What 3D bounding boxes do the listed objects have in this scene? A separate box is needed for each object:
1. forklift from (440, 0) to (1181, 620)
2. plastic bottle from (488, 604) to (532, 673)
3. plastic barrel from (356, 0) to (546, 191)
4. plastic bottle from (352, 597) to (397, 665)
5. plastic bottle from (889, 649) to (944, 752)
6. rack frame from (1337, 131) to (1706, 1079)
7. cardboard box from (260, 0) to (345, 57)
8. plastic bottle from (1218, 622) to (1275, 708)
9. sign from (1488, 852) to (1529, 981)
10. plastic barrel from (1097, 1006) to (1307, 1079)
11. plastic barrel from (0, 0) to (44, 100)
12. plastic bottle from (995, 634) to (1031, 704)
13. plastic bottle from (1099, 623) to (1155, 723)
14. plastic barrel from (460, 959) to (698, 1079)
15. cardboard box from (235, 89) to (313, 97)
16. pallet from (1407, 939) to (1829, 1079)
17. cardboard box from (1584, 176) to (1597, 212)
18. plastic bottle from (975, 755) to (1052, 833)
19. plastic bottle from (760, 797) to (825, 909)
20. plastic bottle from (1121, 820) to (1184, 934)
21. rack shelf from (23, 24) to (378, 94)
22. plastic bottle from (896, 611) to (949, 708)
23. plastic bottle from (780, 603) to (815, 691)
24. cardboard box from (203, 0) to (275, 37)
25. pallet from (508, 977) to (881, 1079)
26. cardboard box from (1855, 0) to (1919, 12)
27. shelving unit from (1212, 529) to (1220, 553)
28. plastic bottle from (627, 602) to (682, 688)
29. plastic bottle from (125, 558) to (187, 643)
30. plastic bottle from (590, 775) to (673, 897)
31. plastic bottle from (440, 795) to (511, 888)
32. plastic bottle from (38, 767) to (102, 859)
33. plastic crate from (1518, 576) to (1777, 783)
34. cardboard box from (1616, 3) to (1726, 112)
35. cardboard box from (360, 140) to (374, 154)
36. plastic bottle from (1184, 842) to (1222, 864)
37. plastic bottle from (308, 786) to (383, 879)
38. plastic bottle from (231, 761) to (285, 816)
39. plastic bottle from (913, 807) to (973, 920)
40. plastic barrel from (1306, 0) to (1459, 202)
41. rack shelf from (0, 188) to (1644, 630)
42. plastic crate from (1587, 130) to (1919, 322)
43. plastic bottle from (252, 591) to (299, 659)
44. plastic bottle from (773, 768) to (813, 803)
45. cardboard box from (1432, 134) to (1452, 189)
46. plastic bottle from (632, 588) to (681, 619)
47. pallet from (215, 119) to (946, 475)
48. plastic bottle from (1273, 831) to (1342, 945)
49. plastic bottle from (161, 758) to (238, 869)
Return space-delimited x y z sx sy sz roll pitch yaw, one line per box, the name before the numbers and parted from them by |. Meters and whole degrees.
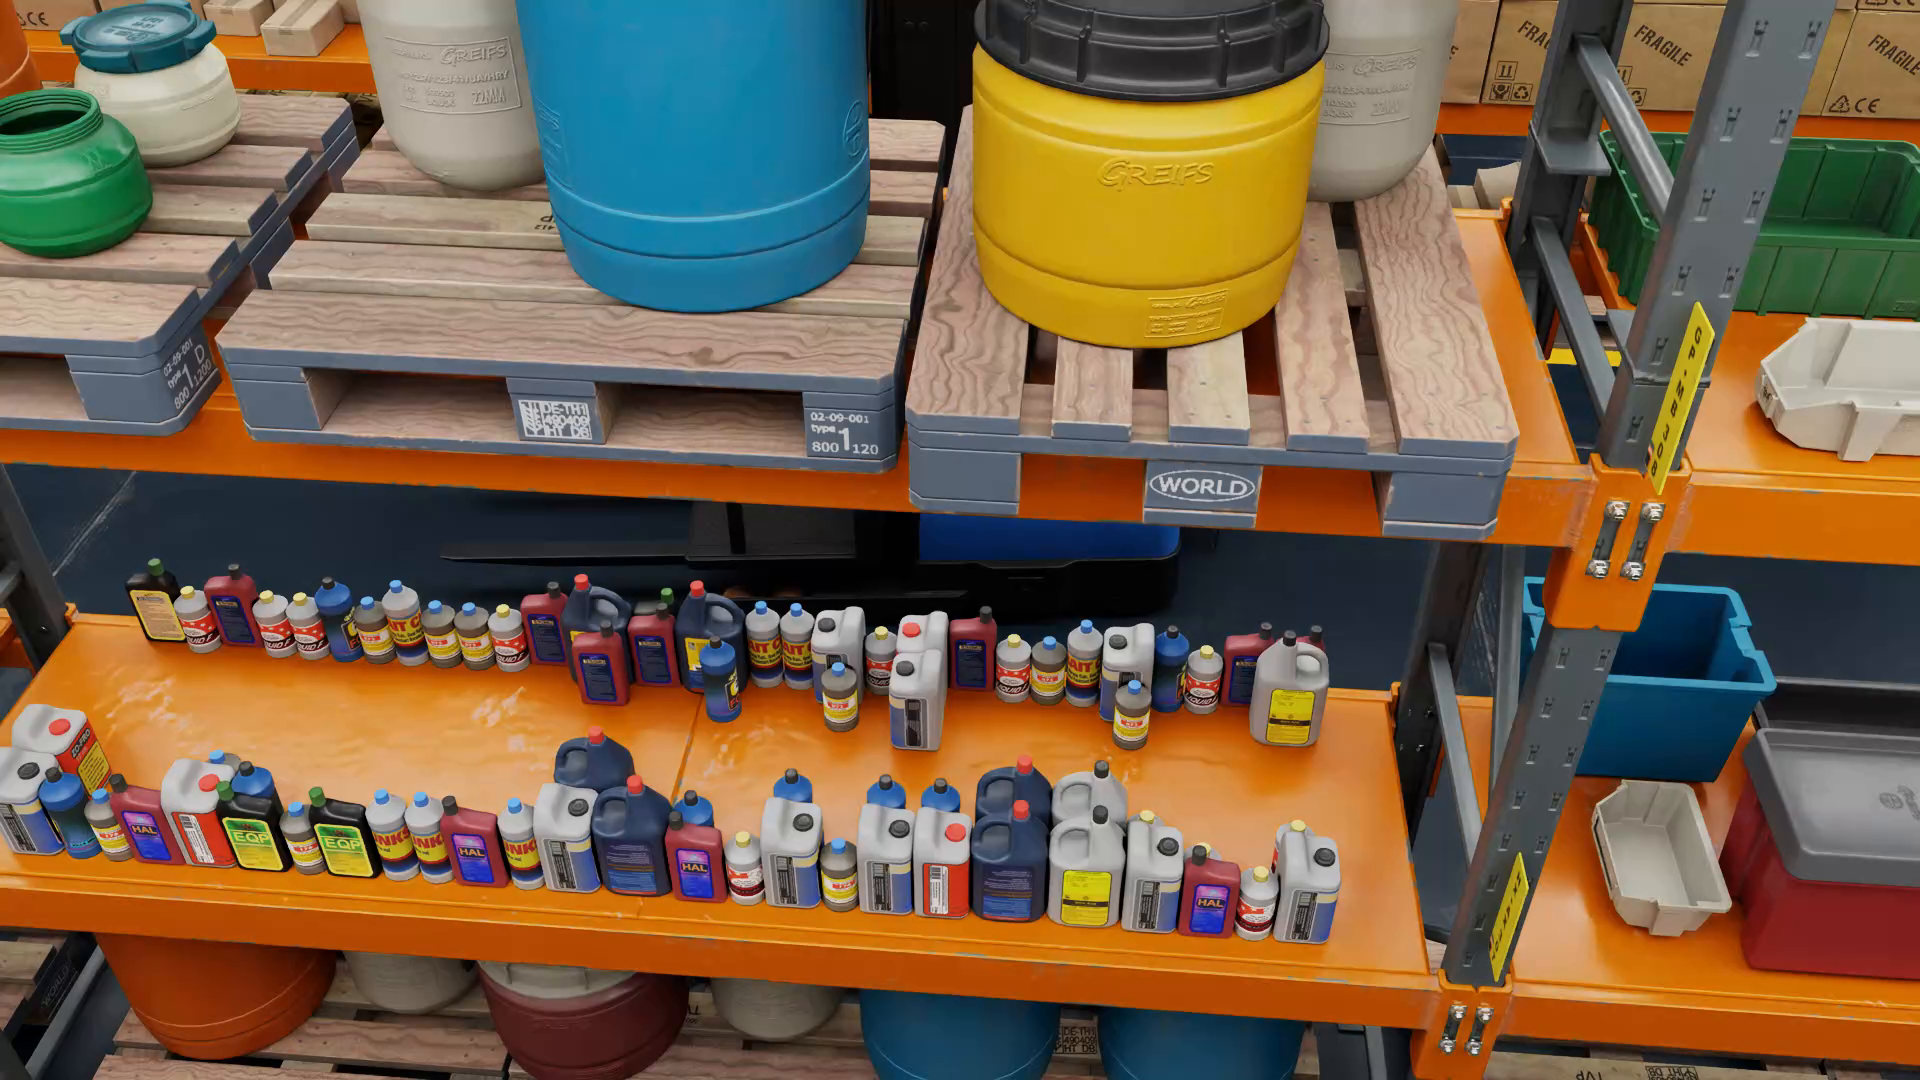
forklift | -0.627 -1.127 6.313 3.031 2.935 1.130 -1 39 -1
plastic bottle | -1.276 0.269 4.701 0.097 0.201 0.097 0 39 0
plastic barrel | -0.958 -1.006 3.294 0.433 0.535 0.433 0 39 0
plastic bottle | -1.663 0.248 4.727 0.097 0.201 0.097 0 39 0
plastic bottle | -0.116 0.417 4.460 0.135 0.276 0.152 3 39 4
rack frame | 1.248 0.589 4.151 0.127 3.000 1.000 3 39 4
cardboard box | -3.226 -2.522 8.171 0.250 0.149 0.380 3 39 4
plastic bottle | 0.786 0.338 4.551 0.133 0.283 0.061 3 39 4
sign | 1.198 0.827 3.638 0.005 0.325 0.100 3 39 4
plastic barrel | 0.707 1.199 4.730 0.708 0.901 0.600 3 39 4
plastic barrel | -2.172 -1.089 3.163 0.708 0.830 0.600 3 39 4
plastic bottle | 0.148 0.347 4.605 0.097 0.201 0.097 0 39 0
plastic bottle | 0.455 0.352 4.540 0.135 0.276 0.152 3 39 4
plastic barrel | -1.124 1.221 4.952 0.708 0.588 0.600 3 39 4
cardboard box | -3.835 -2.324 9.130 0.500 0.311 0.500 2 39 3
pallet | 1.983 1.686 5.012 1.213 0.211 1.003 3 39 4
cardboard box | 3.551 -1.630 8.505 0.637 0.503 0.797 3 39 4
plastic bottle | 0.132 0.663 4.099 0.185 0.351 0.144 3 39 4
plastic bottle | -0.404 0.751 4.049 0.135 0.276 0.152 3 39 4
plastic bottle | 0.463 0.799 3.991 0.135 0.276 0.152 3 39 4
rack shelf | -4.299 -2.574 8.606 4.000 0.370 1.077 3 39 4
plastic bottle | -0.103 0.322 4.577 0.135 0.276 0.152 3 39 4
plastic bottle | -0.447 0.287 4.623 0.097 0.271 0.097 0 39 0
cardboard box | -3.582 -2.681 8.366 0.250 0.149 0.380 6 40 7
pallet | -0.736 1.537 5.194 1.213 0.211 1.003 3 39 4
cardboard box | 4.176 -2.639 7.244 0.500 0.500 0.500 4 39 5
shelving unit | 1.027 -0.373 6.986 0.210 0.900 0.258 2 39 -3
plastic bottle | -0.847 0.288 4.613 0.133 0.283 0.061 3 39 4
plastic bottle | -2.298 0.170 4.758 0.133 0.283 0.061 3 39 4
plastic bottle | -0.794 0.704 4.049 0.185 0.351 0.144 3 39 4
plastic bottle | -1.187 0.735 4.064 0.133 0.283 0.061 3 39 4
plastic bottle | -2.221 0.671 4.151 0.097 0.271 0.097 0 39 0
plastic crate | 1.742 0.383 4.369 0.575 0.384 0.392 3 39 4
cardboard box | 3.172 -2.311 7.634 0.500 0.500 0.500 3 39 4
cardboard box | -2.850 -1.932 8.648 0.500 0.311 0.500 4 39 5
plastic bottle | 0.581 0.813 4.032 0.097 0.201 0.097 0 39 0
plastic bottle | -1.514 0.717 4.086 0.133 0.283 0.061 3 39 4
plastic bottle | -1.755 0.658 4.167 0.097 0.271 0.097 0 39 0
plastic bottle | -0.039 0.771 4.025 0.135 0.276 0.152 3 39 4
plastic barrel | 0.745 -0.977 3.257 0.433 0.535 0.433 0 39 0
rack shelf | -0.745 -0.405 3.565 4.000 0.370 1.077 3 39 4
plastic crate | 1.696 -0.659 3.476 0.662 0.188 0.450 3 39 4
plastic bottle | -1.954 0.232 4.746 0.097 0.201 0.097 0 39 0
plastic bottle | -0.412 0.674 4.148 0.097 0.271 0.097 0 39 0
cardboard box | 2.271 -1.875 8.809 0.500 0.500 0.500 3 39 4
plastic bottle | -0.842 0.249 4.660 0.133 0.283 0.061 3 39 4
pallet | -0.672 -0.543 3.314 1.213 0.211 1.003 3 39 4
plastic bottle | 0.827 0.819 3.966 0.135 0.276 0.152 3 39 4
plastic bottle | -1.873 0.671 4.148 0.135 0.276 0.152 3 39 4
